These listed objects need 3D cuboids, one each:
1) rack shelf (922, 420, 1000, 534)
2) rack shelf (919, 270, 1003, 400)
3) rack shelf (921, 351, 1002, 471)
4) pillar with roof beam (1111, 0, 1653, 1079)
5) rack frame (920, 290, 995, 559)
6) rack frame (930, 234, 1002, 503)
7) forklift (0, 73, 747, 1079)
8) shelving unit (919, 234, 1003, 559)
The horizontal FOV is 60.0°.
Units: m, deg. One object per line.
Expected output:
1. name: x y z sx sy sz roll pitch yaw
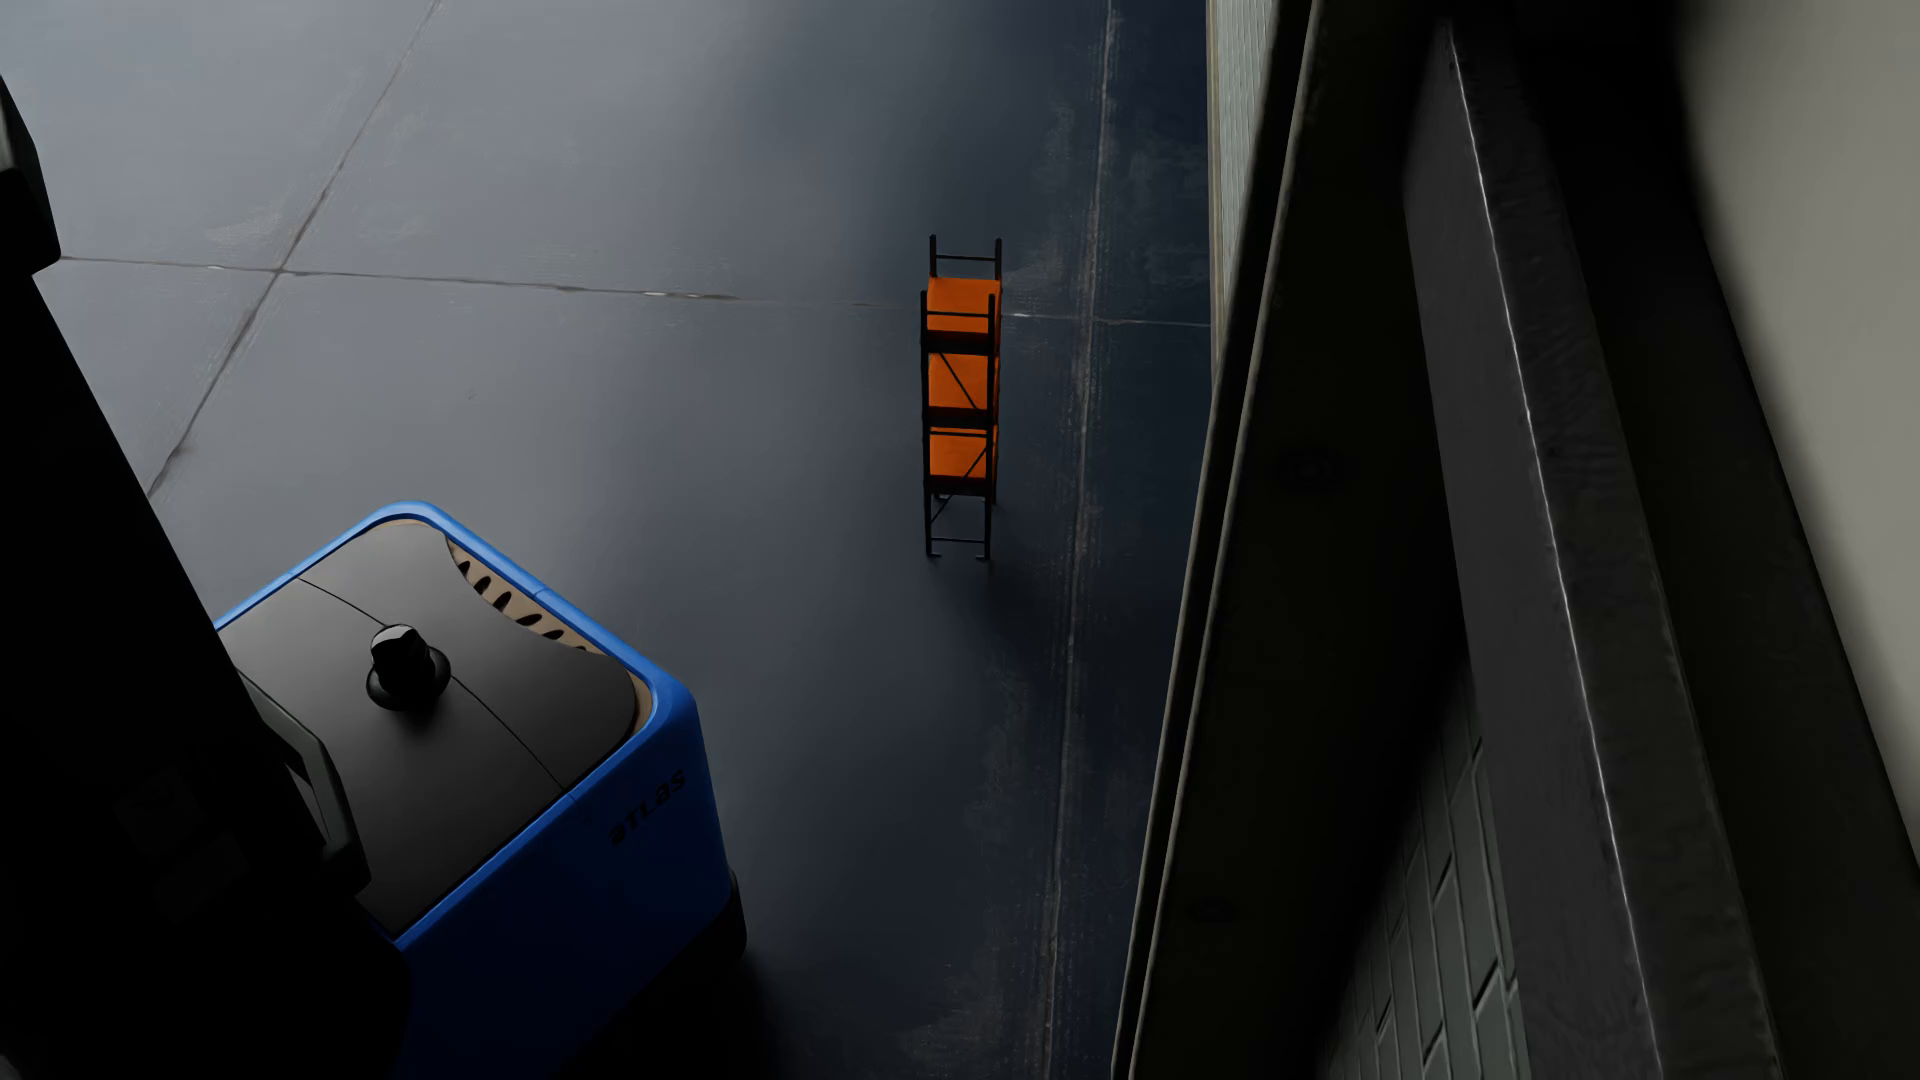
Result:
1. rack shelf: 0.005 -0.199 5.111 0.215 0.259 0.240 4 48 4
2. rack shelf: 0.005 -0.578 4.697 0.215 0.259 0.240 4 48 4
3. rack shelf: 0.005 -0.387 4.906 0.215 0.259 0.240 4 48 4
4. pillar with roof beam: -3.779 -1.896 0.885 9.100 9.000 0.400 4 48 4
5. rack frame: -0.006 -0.304 4.817 0.200 1.050 0.008 4 48 4
6. rack frame: 0.016 -0.483 4.981 0.200 1.050 0.008 4 48 4
7. forklift: -1.865 0.682 2.640 1.130 2.935 3.031 31 55 25
8. shelving unit: 0.005 -0.394 4.899 0.215 1.050 0.252 4 48 4
